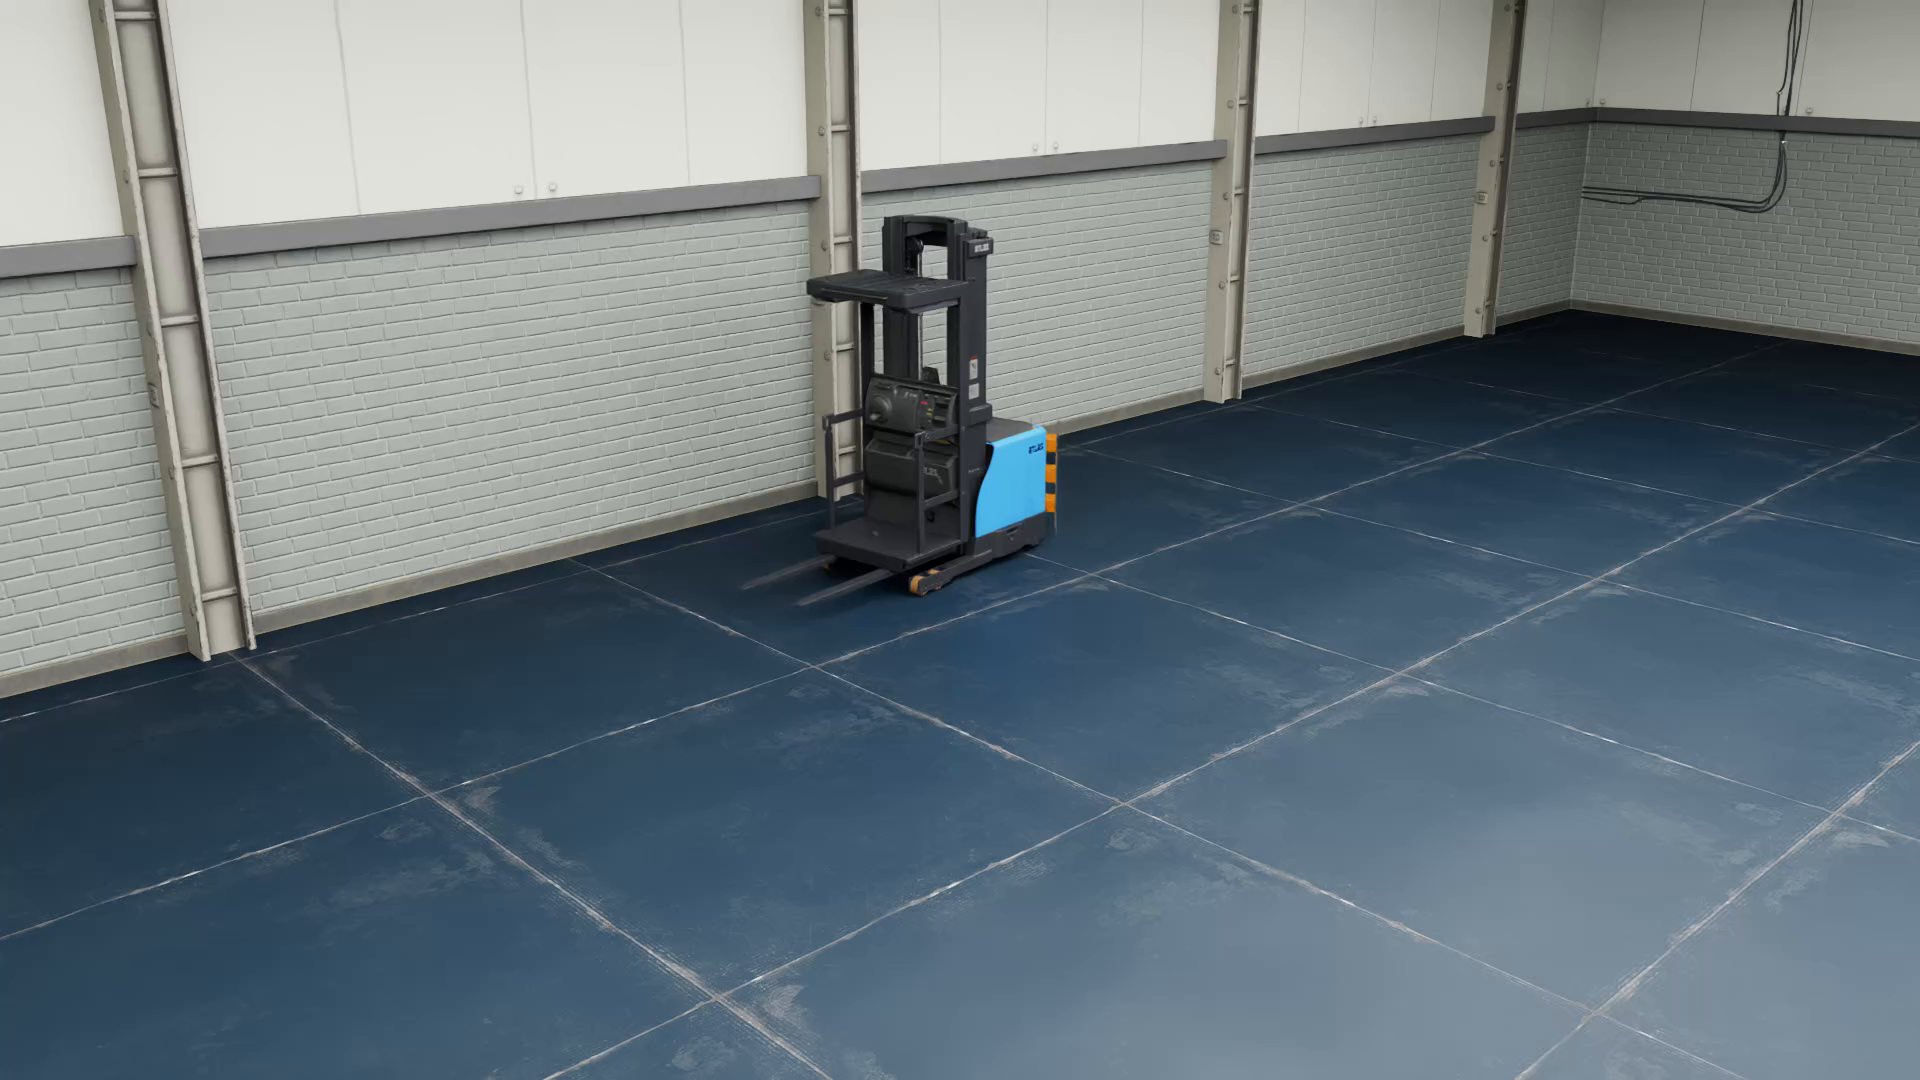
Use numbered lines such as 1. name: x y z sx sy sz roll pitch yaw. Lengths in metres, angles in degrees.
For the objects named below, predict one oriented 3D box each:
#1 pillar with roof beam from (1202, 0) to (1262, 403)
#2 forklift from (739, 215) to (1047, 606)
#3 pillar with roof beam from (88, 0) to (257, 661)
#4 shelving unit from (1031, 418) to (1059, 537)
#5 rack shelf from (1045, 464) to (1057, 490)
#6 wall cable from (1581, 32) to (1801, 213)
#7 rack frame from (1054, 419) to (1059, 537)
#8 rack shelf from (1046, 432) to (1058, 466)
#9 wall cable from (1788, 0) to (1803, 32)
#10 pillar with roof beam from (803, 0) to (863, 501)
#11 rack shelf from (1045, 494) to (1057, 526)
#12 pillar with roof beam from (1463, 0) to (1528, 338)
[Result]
1. pillar with roof beam: 6.150 -5.041 15.942 0.400 9.000 9.100 -16 24 -41
2. forklift: -0.541 -1.109 13.653 1.130 2.935 3.031 14 23 36
3. pillar with roof beam: -2.569 -2.498 8.100 0.400 9.000 9.100 -16 24 -41
4. shelving unit: 0.751 -0.560 15.011 0.252 1.050 0.215 2 18 7
5. rack shelf: 0.751 -0.550 15.014 0.240 0.259 0.215 2 18 7
6. wall cable: 10.601 -6.128 24.329 0.112 2.526 3.097 -16 24 -41
7. rack frame: 0.872 -0.556 14.996 0.008 1.050 0.200 2 18 7
8. rack shelf: 0.751 -0.820 14.927 0.240 0.259 0.215 2 18 7
9. wall cable: 12.460 -7.924 21.681 0.112 2.526 3.097 -16 24 -41
10. pillar with roof beam: 1.790 -3.770 12.021 0.400 9.000 9.100 -16 24 -41
11. rack shelf: 0.751 -0.286 15.100 0.240 0.259 0.215 2 18 7
12. pillar with roof beam: 10.510 -6.312 19.863 0.400 9.000 9.100 -16 24 -41
